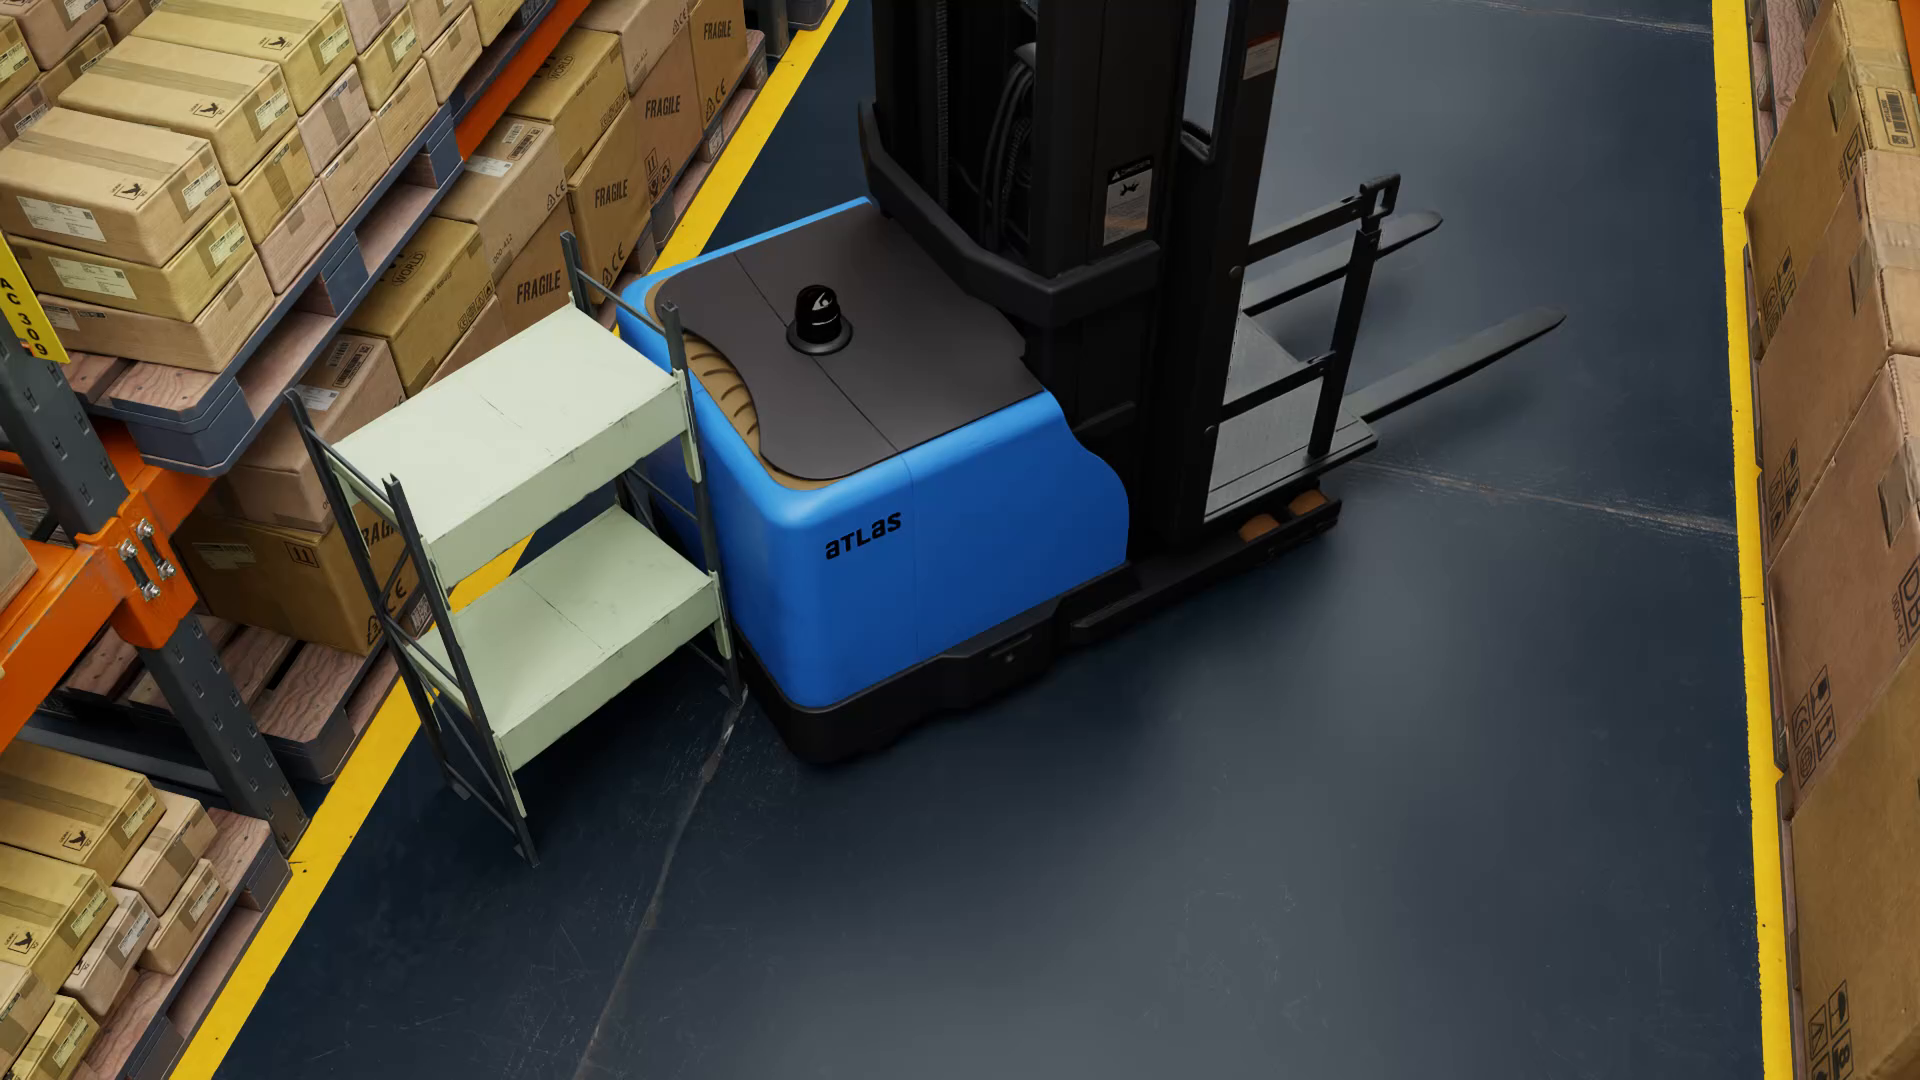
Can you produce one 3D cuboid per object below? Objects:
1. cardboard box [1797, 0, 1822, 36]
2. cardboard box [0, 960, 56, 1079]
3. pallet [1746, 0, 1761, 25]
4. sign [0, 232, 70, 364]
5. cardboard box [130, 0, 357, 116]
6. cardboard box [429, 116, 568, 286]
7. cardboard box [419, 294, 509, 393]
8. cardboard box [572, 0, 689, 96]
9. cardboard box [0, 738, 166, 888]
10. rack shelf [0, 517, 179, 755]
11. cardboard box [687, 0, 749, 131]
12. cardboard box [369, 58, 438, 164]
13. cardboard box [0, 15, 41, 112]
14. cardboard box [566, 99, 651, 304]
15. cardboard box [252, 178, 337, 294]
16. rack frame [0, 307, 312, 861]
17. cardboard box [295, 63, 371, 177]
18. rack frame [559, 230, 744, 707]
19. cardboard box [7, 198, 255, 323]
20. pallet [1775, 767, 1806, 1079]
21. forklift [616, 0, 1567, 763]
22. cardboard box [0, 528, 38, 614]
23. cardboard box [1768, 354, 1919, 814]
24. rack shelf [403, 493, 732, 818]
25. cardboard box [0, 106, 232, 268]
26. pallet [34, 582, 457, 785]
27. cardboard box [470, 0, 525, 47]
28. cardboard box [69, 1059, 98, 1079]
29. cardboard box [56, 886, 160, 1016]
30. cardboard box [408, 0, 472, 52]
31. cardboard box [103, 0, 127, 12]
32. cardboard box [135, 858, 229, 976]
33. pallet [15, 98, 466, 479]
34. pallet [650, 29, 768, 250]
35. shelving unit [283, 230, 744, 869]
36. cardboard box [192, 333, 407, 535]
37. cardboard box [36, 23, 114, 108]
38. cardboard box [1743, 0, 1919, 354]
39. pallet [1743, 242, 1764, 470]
[{"bbox_3d":[3.823,-2.324,6.674,0.700,0.500,0.500,8,49,7],"label":"cardboard box"},{"bbox_3d":[-2.209,1.019,3.575,0.380,0.149,0.250,11,50,10],"label":"cardboard box"},{"bbox_3d":[4.062,-2.635,7.435,1.003,0.211,1.213,12,50,10],"label":"pallet"},{"bbox_3d":[-1.754,-0.456,3.075,0.100,0.325,0.005,12,50,10],"label":"sign"},{"bbox_3d":[-1.594,-1.106,3.716,0.380,0.149,0.250,12,50,10],"label":"cardboard box"},{"bbox_3d":[-1.554,-1.067,5.078,0.500,0.250,0.500,13,50,11],"label":"cardboard box"},{"bbox_3d":[-1.691,-0.448,5.032,0.500,0.500,0.500,14,50,12],"label":"cardboard box"},{"bbox_3d":[-1.276,-1.811,5.735,0.500,0.250,0.500,12,50,11],"label":"cardboard box"},{"bbox_3d":[-2.122,0.645,3.905,0.380,0.149,0.250,13,50,11],"label":"cardboard box"},{"bbox_3d":[-2.806,1.413,2.482,1.077,0.370,4.000,12,50,10],"label":"rack shelf"},{"bbox_3d":[-1.147,-1.949,6.357,0.500,0.500,0.500,11,50,10],"label":"cardboard box"},{"bbox_3d":[-1.528,-1.085,4.094,0.380,0.149,0.250,12,50,10],"label":"cardboard box"},{"bbox_3d":[-2.292,-1.048,3.665,0.380,0.149,0.250,10,49,9],"label":"cardboard box"},{"bbox_3d":[-1.411,-1.188,5.685,0.500,0.500,0.500,10,49,8],"label":"cardboard box"},{"bbox_3d":[-1.664,-0.723,3.775,0.380,0.149,0.250,12,50,11],"label":"cardboard box"},{"bbox_3d":[-2.279,-0.271,3.489,1.000,3.000,0.127,12,50,10],"label":"rack frame"},{"bbox_3d":[-1.598,-0.995,3.816,0.380,0.149,0.250,13,50,11],"label":"cardboard box"},{"bbox_3d":[-0.782,-0.120,4.356,0.400,1.500,0.023,35,57,27],"label":"rack frame"},{"bbox_3d":[-1.732,-0.620,3.486,0.380,0.149,0.250,12,50,11],"label":"cardboard box"},{"bbox_3d":[2.610,1.130,4.112,1.003,0.211,1.213,12,50,10],"label":"pallet"},{"bbox_3d":[0.592,-1.204,4.357,3.031,2.935,1.130,-25,53,-20],"label":"forklift"},{"bbox_3d":[-2.129,0.064,3.360,0.380,0.149,0.250,11,50,10],"label":"cardboard box"},{"bbox_3d":[2.863,0.231,4.182,1.225,0.875,0.875,10,49,9],"label":"cardboard box"},{"bbox_3d":[-1.032,0.296,4.423,0.431,0.370,0.720,35,57,27],"label":"rack shelf"},{"bbox_3d":[-1.732,-0.718,3.374,0.380,0.149,0.250,14,50,12],"label":"cardboard box"},{"bbox_3d":[-2.076,0.088,5.032,1.003,0.211,1.213,12,50,10],"label":"pallet"},{"bbox_3d":[-1.393,-1.467,4.432,0.380,0.149,0.250,11,49,9],"label":"cardboard box"},{"bbox_3d":[-2.210,1.259,3.759,0.380,0.149,0.250,10,49,9],"label":"cardboard box"},{"bbox_3d":[-2.115,0.923,3.857,0.380,0.149,0.250,9,49,8],"label":"cardboard box"},{"bbox_3d":[-1.461,-1.378,4.155,0.380,0.149,0.250,13,50,12],"label":"cardboard box"},{"bbox_3d":[-2.153,-1.424,3.997,0.380,0.149,0.250,11,50,10],"label":"cardboard box"},{"bbox_3d":[-2.054,0.884,4.091,0.380,0.149,0.250,12,50,11],"label":"cardboard box"},{"bbox_3d":[-1.938,-0.732,4.023,1.003,0.211,1.213,12,50,10],"label":"pallet"},{"bbox_3d":[-1.434,-1.677,6.589,1.003,0.211,1.213,12,50,10],"label":"pallet"},{"bbox_3d":[-1.032,0.080,4.179,0.431,1.500,0.755,35,57,27],"label":"shelving unit"},{"bbox_3d":[-1.830,-0.314,4.413,0.500,0.250,0.500,10,49,8],"label":"cardboard box"},{"bbox_3d":[-2.229,-1.122,3.929,0.380,0.149,0.250,14,50,12],"label":"cardboard box"},{"bbox_3d":[3.330,-1.054,5.316,1.225,0.875,0.875,9,49,8],"label":"cardboard box"},{"bbox_3d":[3.252,-0.635,5.669,1.003,0.211,1.213,12,50,10],"label":"pallet"}]
